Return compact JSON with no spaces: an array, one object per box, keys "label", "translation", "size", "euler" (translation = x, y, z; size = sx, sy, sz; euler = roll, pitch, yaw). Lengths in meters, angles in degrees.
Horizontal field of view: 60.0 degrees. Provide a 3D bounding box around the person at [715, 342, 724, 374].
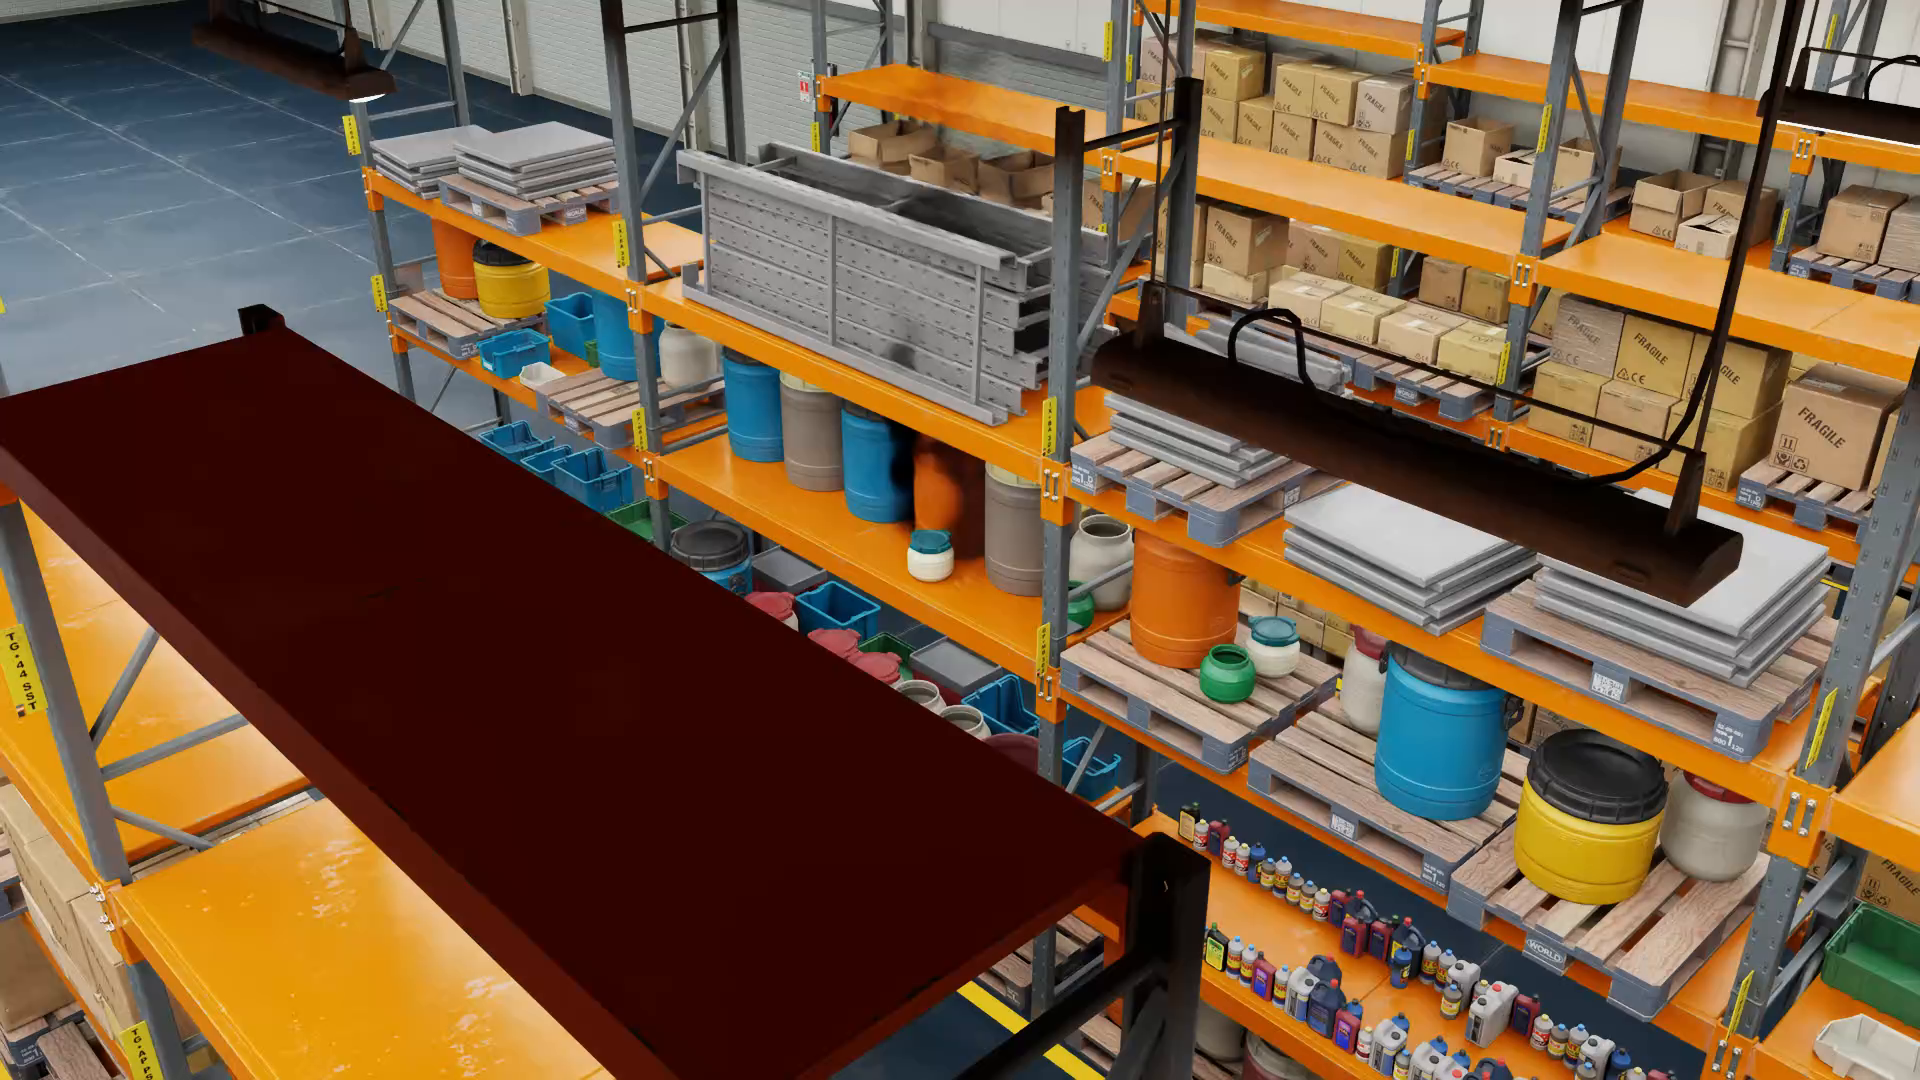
[{"label":"person","translation":[-2.882,-2.484,19.751],"size":[0.543,1.666,0.634],"euler":[-4,29,-8]}]
